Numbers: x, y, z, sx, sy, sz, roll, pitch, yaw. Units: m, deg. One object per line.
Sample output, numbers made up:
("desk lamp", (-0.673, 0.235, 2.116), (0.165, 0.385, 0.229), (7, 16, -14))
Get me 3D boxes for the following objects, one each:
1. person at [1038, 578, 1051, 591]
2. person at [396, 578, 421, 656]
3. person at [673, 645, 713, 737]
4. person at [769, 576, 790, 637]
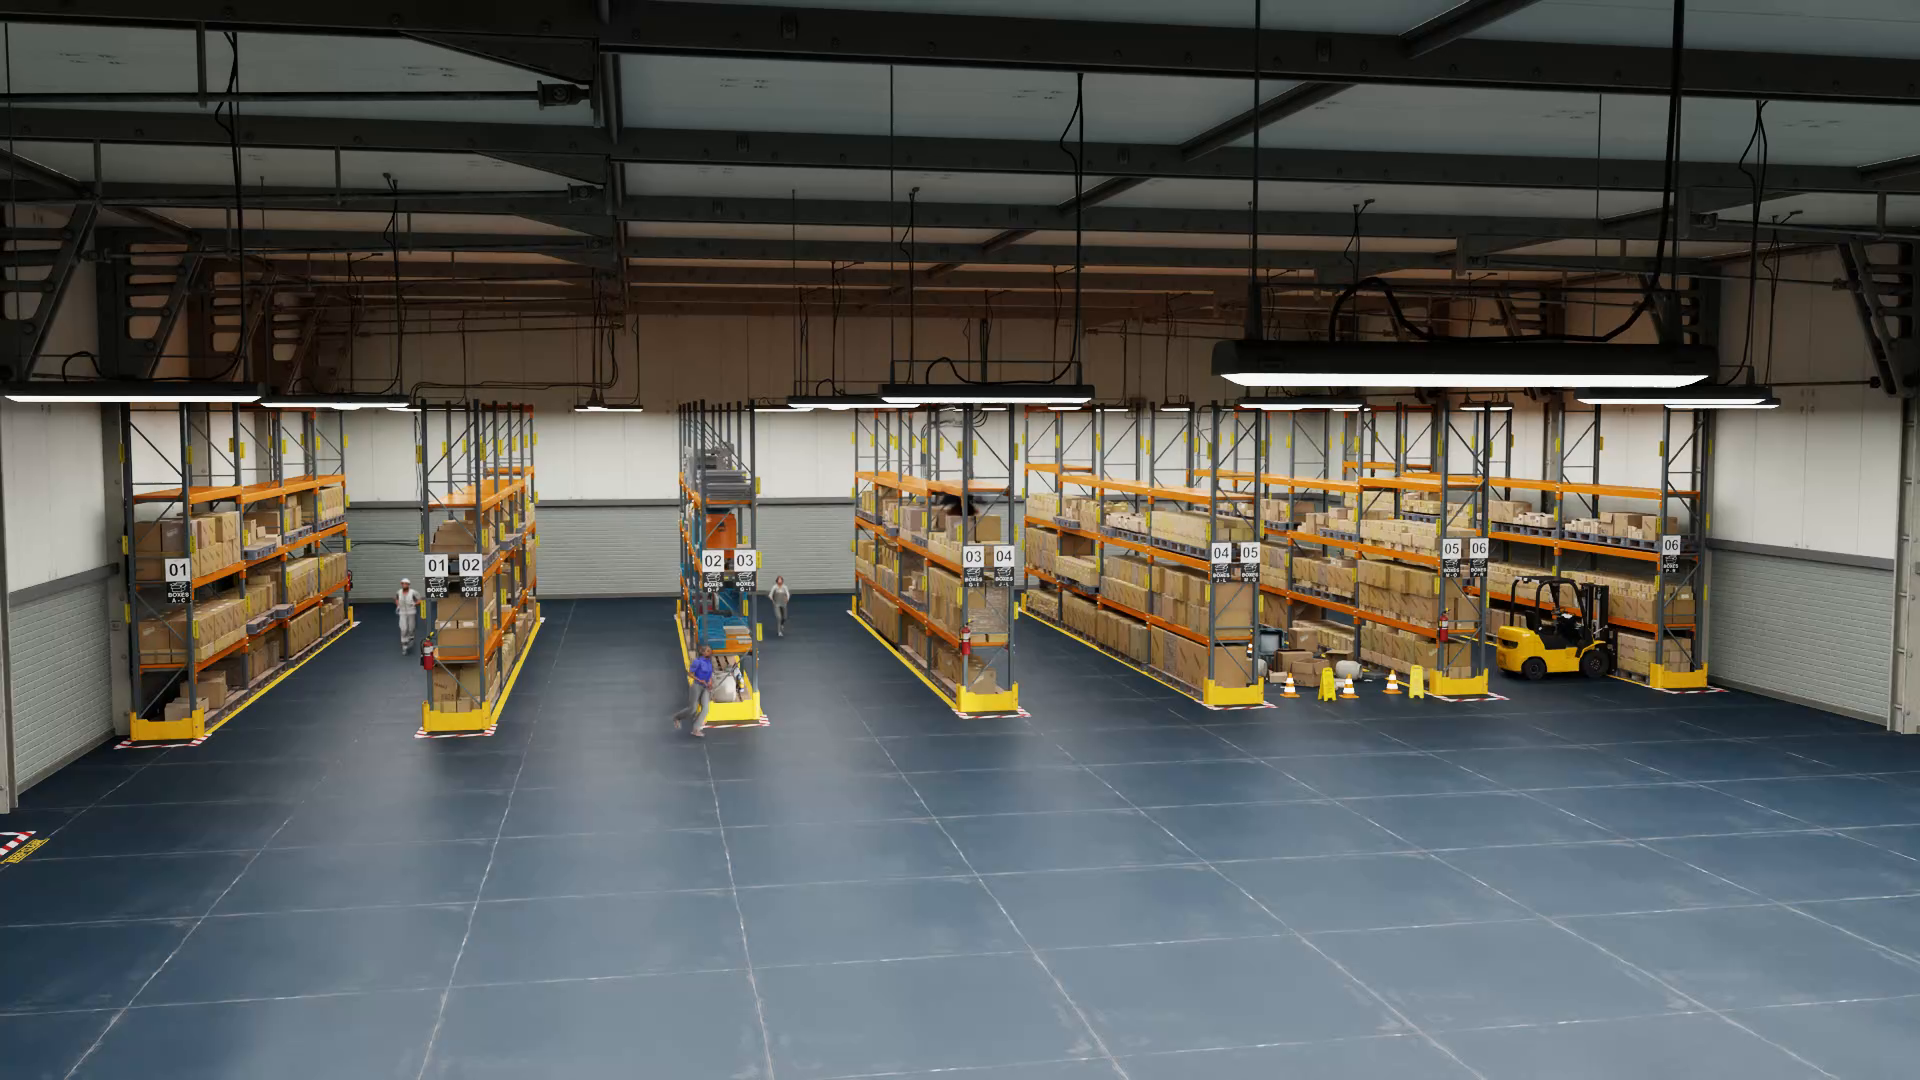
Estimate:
("person", (2.645, 1.107, 50.045), (0.578, 1.708, 0.779), (2, 5, 26))
("person", (-13.232, 1.814, 39.898), (0.634, 1.803, 0.929), (-1, 4, -9))
("person", (-4.705, 2.684, 29.913), (0.790, 1.594, 0.633), (3, 5, 38))
("person", (-4.670, 1.705, 43.011), (0.539, 1.547, 0.622), (-1, 4, -15))
